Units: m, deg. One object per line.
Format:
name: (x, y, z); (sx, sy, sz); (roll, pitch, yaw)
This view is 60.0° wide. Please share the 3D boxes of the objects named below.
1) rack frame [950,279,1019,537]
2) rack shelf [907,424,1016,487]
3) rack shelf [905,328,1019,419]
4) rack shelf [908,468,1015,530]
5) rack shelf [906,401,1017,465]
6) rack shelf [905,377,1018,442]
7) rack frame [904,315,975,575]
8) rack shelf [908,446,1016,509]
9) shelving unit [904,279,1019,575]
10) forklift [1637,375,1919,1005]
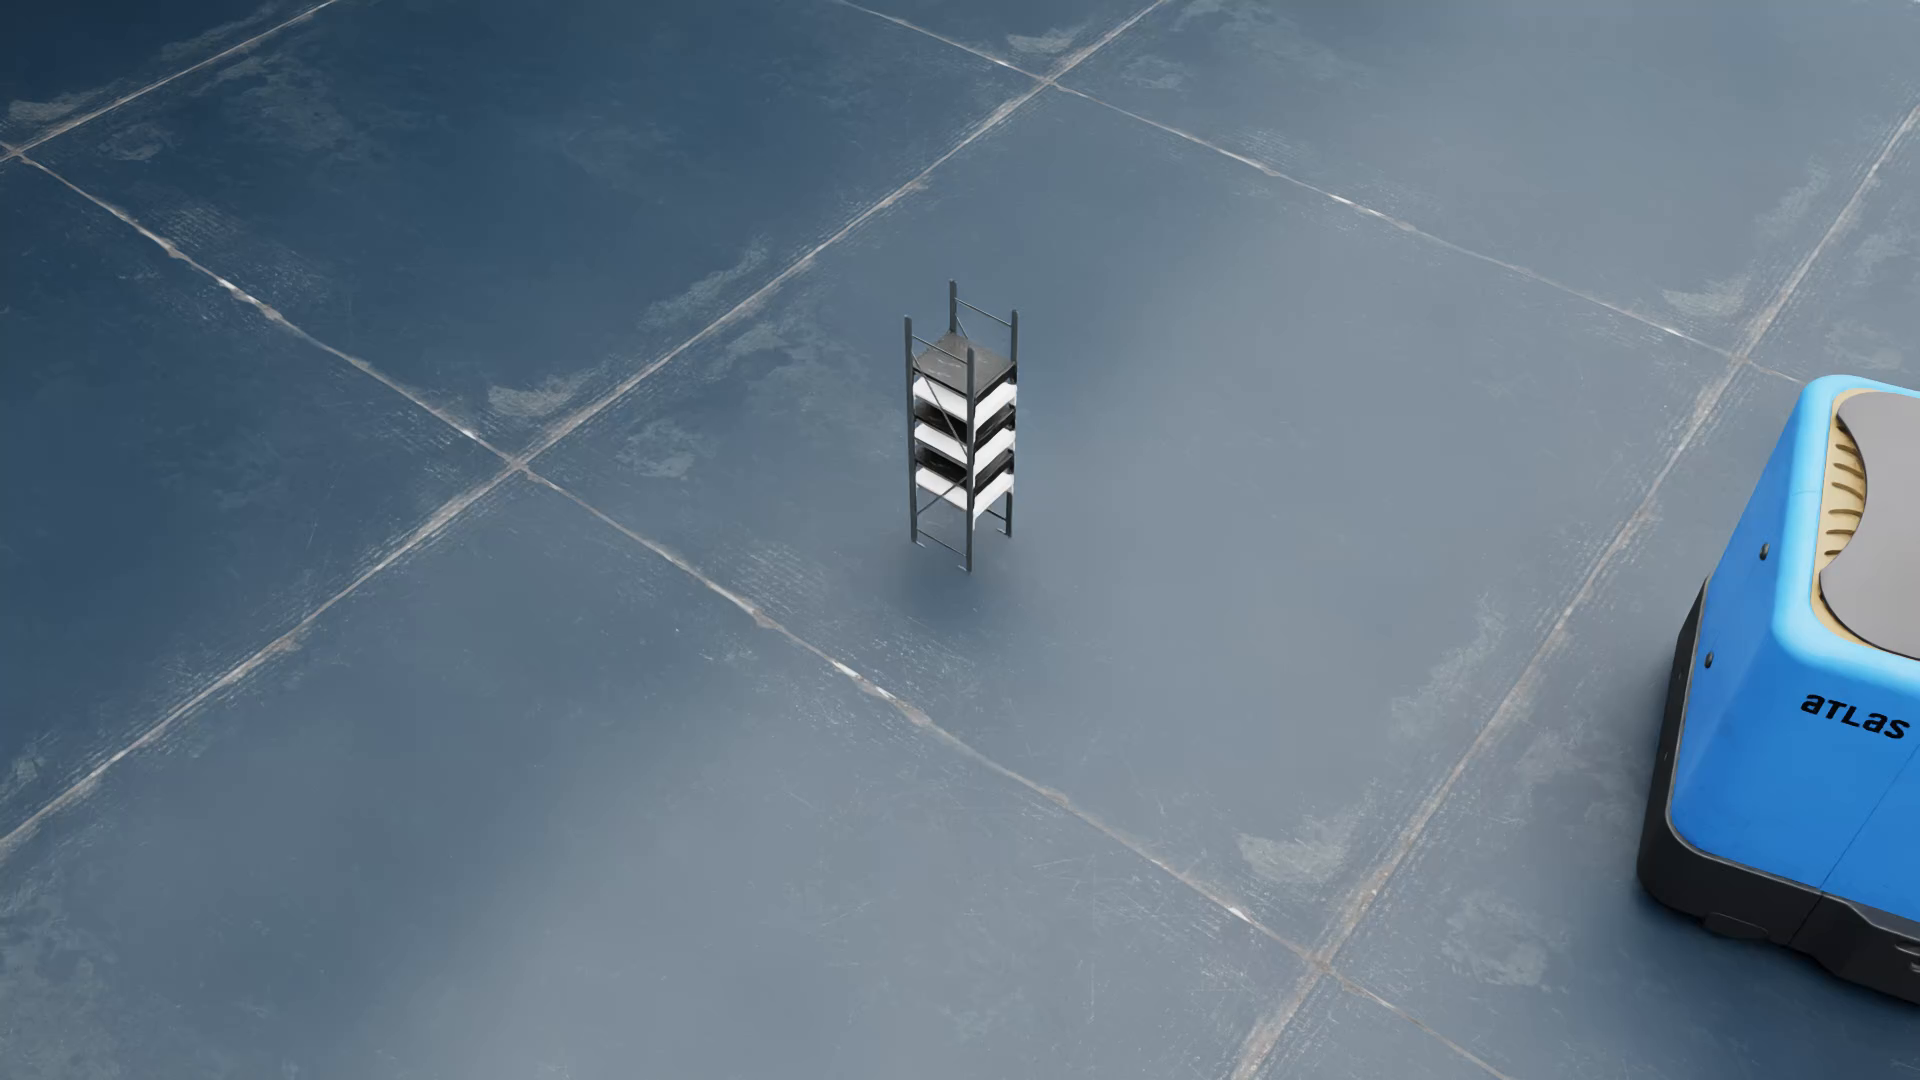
rack frame: (0.067, -0.374, 4.985); (0.240, 0.900, 0.006); (29, 53, 25)
rack shelf: (0.005, -0.292, 4.953); (0.258, 0.077, 0.200); (29, 53, 25)
rack shelf: (0.005, -0.479, 4.758); (0.258, 0.077, 0.200); (29, 53, 25)
rack shelf: (0.005, -0.168, 5.083); (0.258, 0.077, 0.200); (29, 53, 25)
rack shelf: (0.005, -0.355, 4.888); (0.258, 0.077, 0.200); (29, 53, 25)
rack shelf: (0.005, -0.417, 4.823); (0.258, 0.077, 0.200); (29, 53, 25)
rack frame: (-0.057, -0.257, 4.873); (0.240, 0.900, 0.006); (29, 53, 25)
rack shelf: (0.005, -0.230, 5.018); (0.258, 0.077, 0.200); (29, 53, 25)
shelving unit: (0.005, -0.315, 4.929); (0.258, 0.900, 0.210); (29, 53, 25)
forklift: (3.326, 0.040, 3.185); (3.031, 2.935, 1.130); (18, 49, 16)
